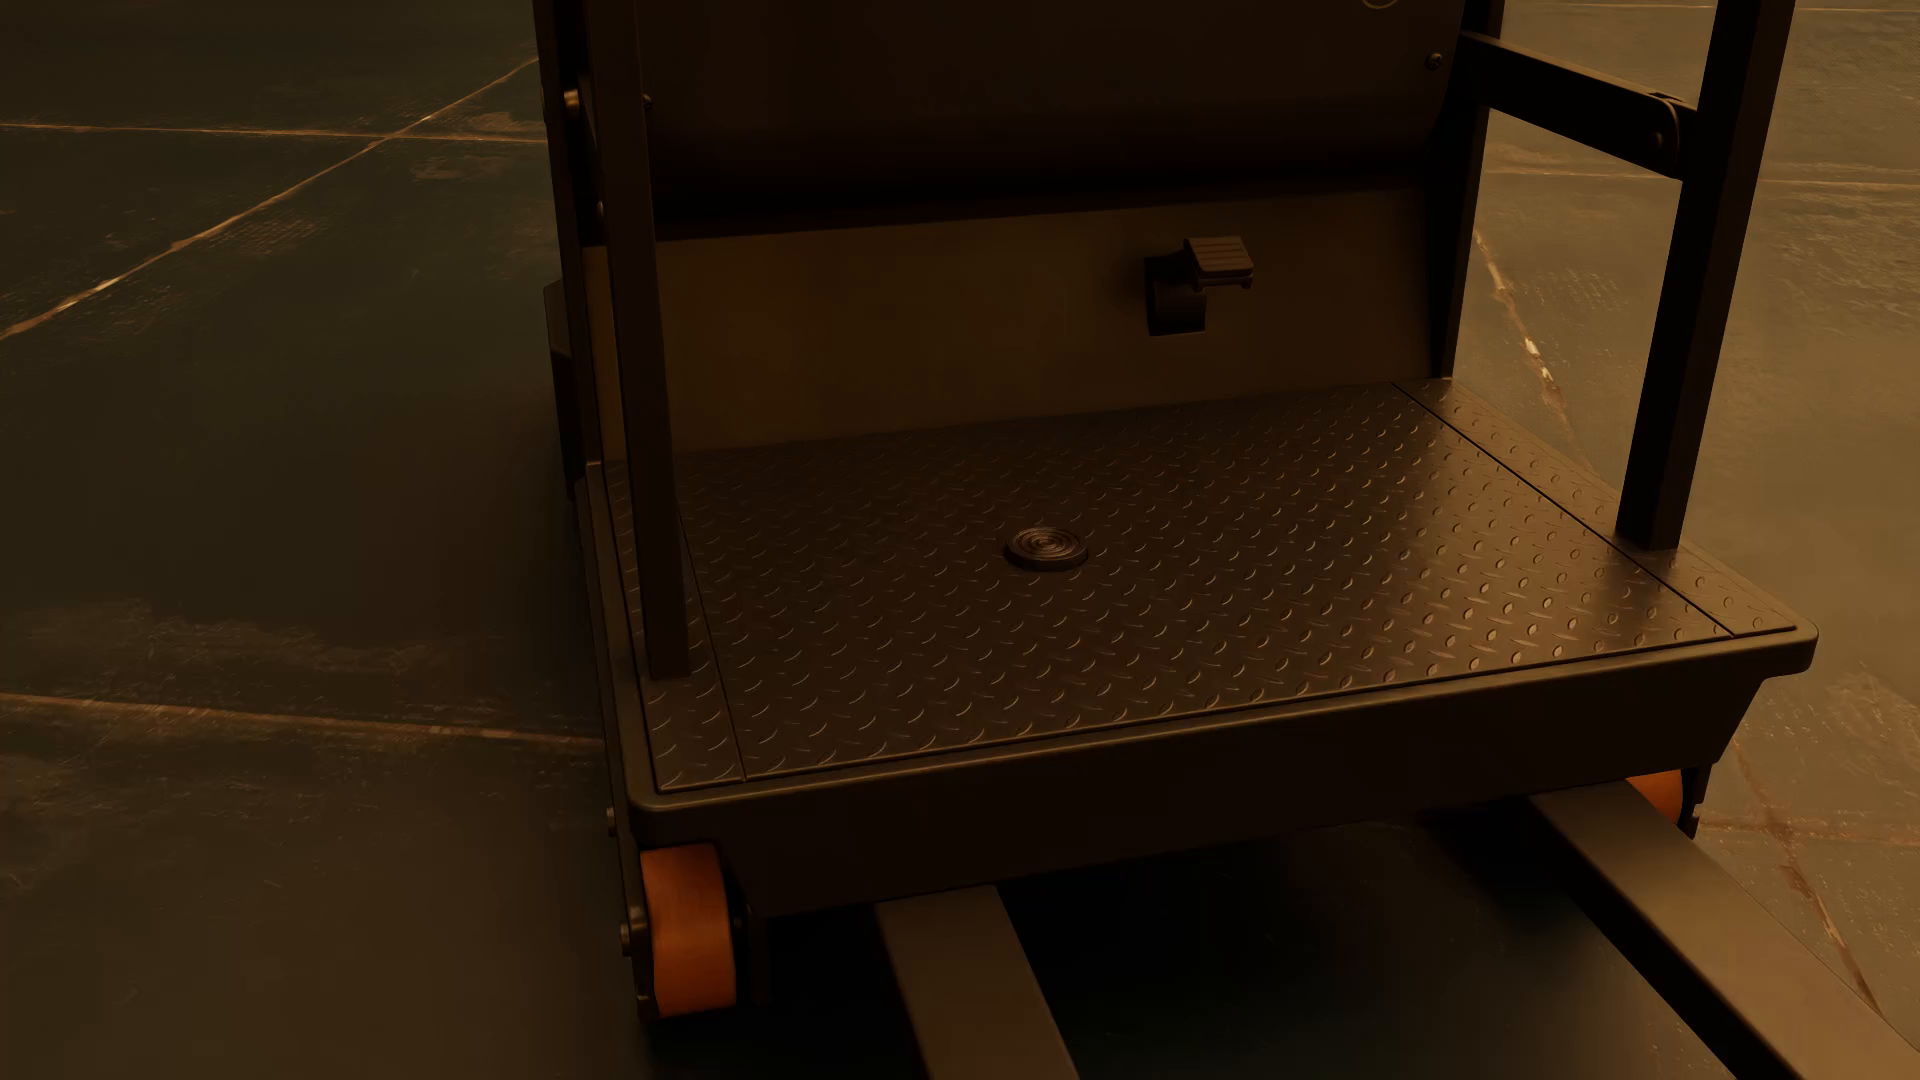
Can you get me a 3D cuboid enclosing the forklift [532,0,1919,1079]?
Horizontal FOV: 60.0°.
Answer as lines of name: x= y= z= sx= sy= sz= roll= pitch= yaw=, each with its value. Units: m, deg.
forklift: x=0.153 y=-1.049 z=1.319 sx=1.130 sy=2.935 sz=3.031 roll=-7 pitch=27 yaw=-13
